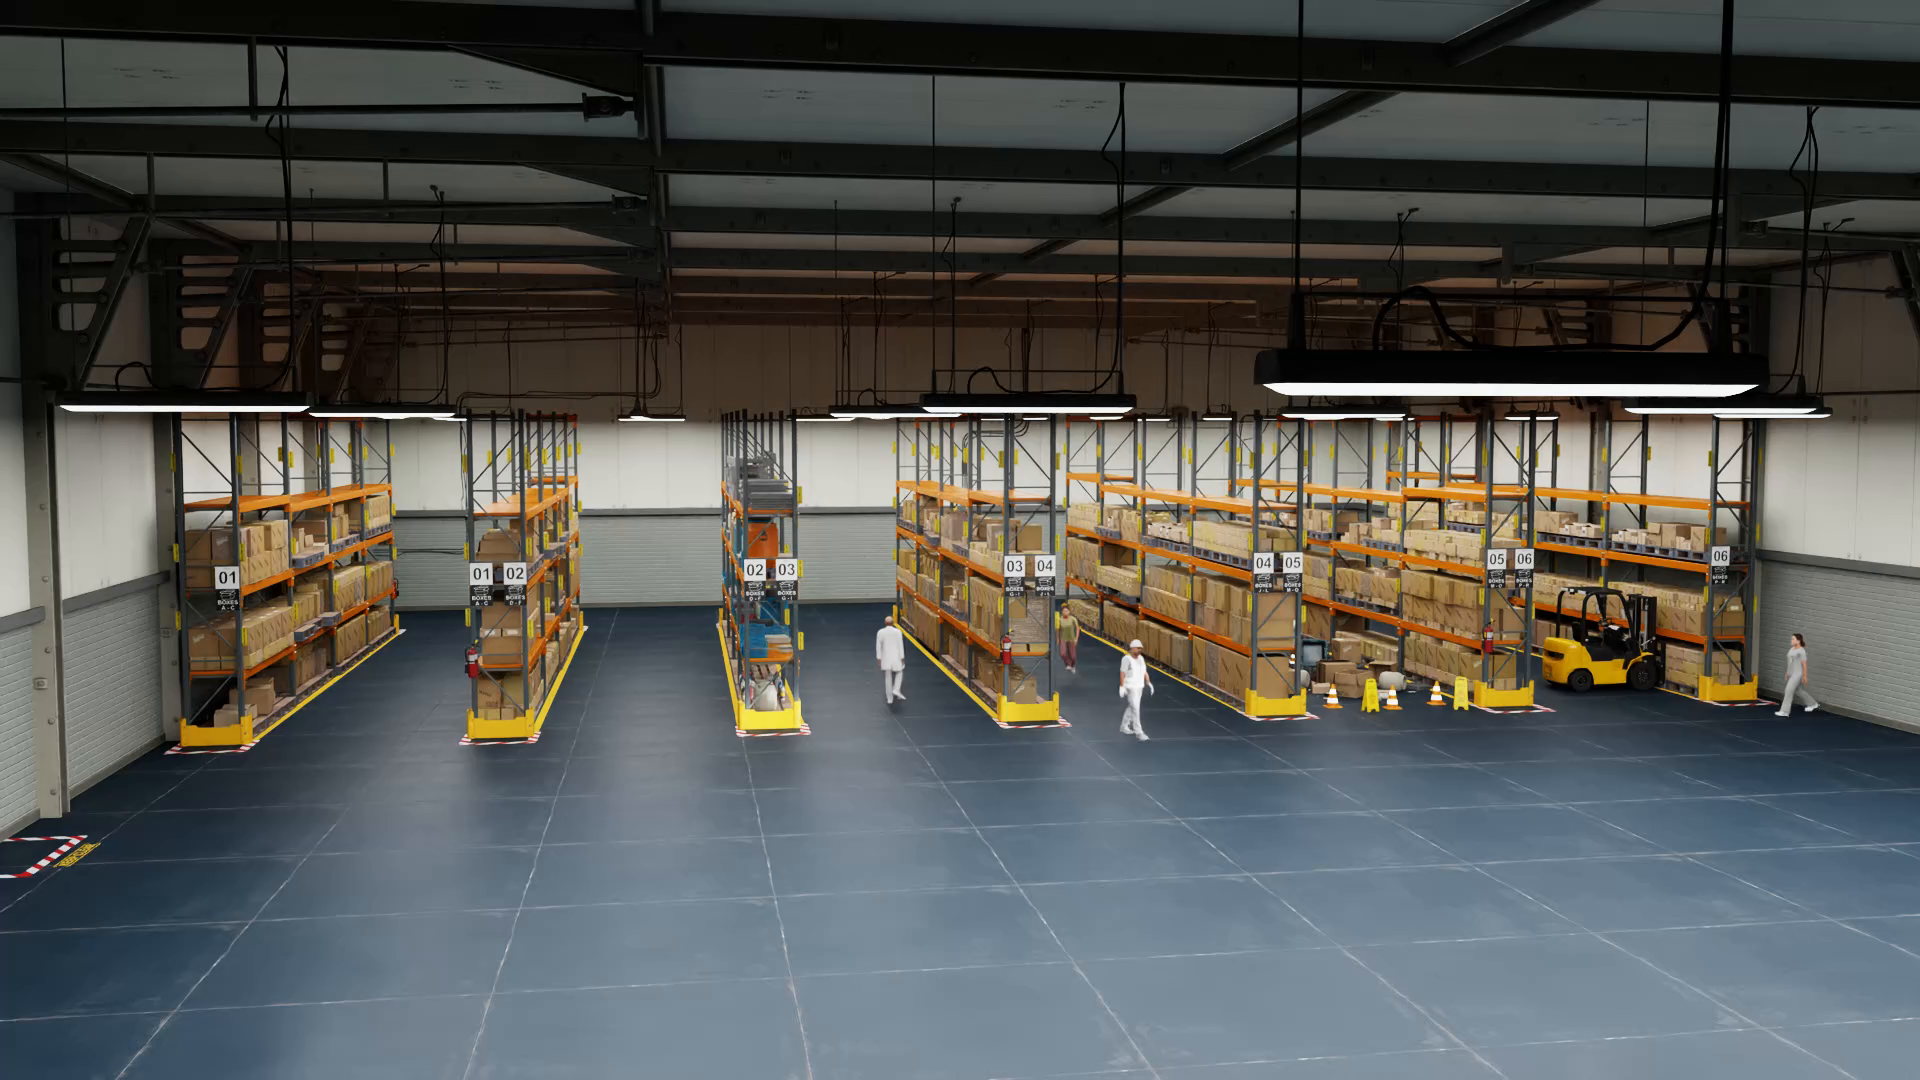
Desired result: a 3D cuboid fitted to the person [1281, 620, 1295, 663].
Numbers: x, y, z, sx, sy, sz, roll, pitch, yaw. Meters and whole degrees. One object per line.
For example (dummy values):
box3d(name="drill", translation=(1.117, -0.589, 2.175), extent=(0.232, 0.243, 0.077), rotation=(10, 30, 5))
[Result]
box3d(name="person", translation=(7.911, 2.131, 39.823), extent=(0.469, 1.730, 0.591), rotation=(-1, 4, -19))

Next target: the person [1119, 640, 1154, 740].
box3d(name="person", translation=(3.238, 2.706, 30.371), extent=(0.823, 1.749, 0.597), rotation=(3, 5, 40))

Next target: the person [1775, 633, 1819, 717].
box3d(name="person", translation=(16.390, 2.634, 32.503), extent=(1.002, 1.625, 0.446), rotation=(-1, 4, -7))

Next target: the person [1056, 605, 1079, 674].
box3d(name="person", translation=(2.396, 2.224, 36.977), extent=(0.508, 1.582, 0.771), rotation=(0, 4, 7))

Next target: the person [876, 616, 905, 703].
box3d(name="person", translation=(-1.431, 2.439, 34.175), extent=(0.596, 1.764, 0.550), rotation=(0, 4, 3))
